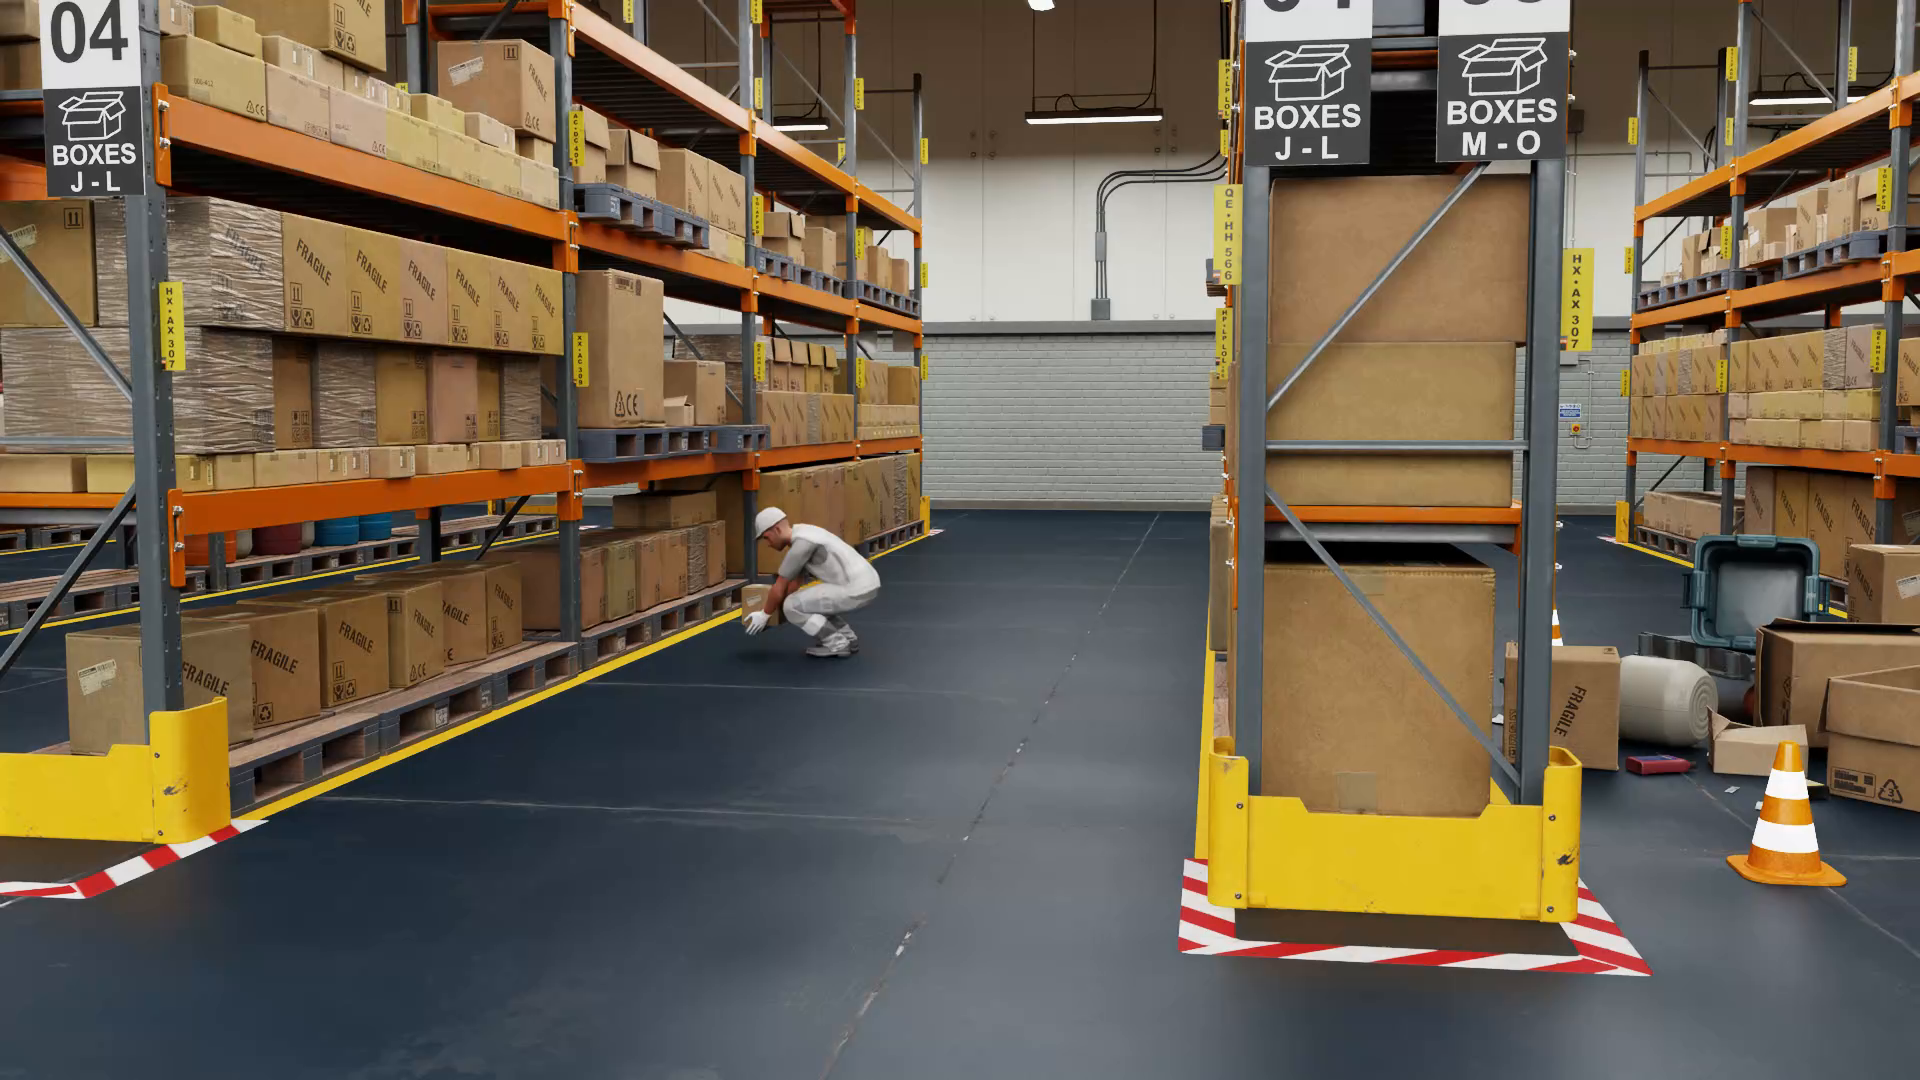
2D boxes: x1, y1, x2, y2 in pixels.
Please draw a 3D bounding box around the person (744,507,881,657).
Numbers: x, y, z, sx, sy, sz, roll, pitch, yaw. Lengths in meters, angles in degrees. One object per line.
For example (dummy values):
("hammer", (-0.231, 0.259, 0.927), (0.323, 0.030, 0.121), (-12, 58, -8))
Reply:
("person", (-0.979, 0.275, 11.096), (0.879, 0.991, 0.573), (1, 4, 9))
